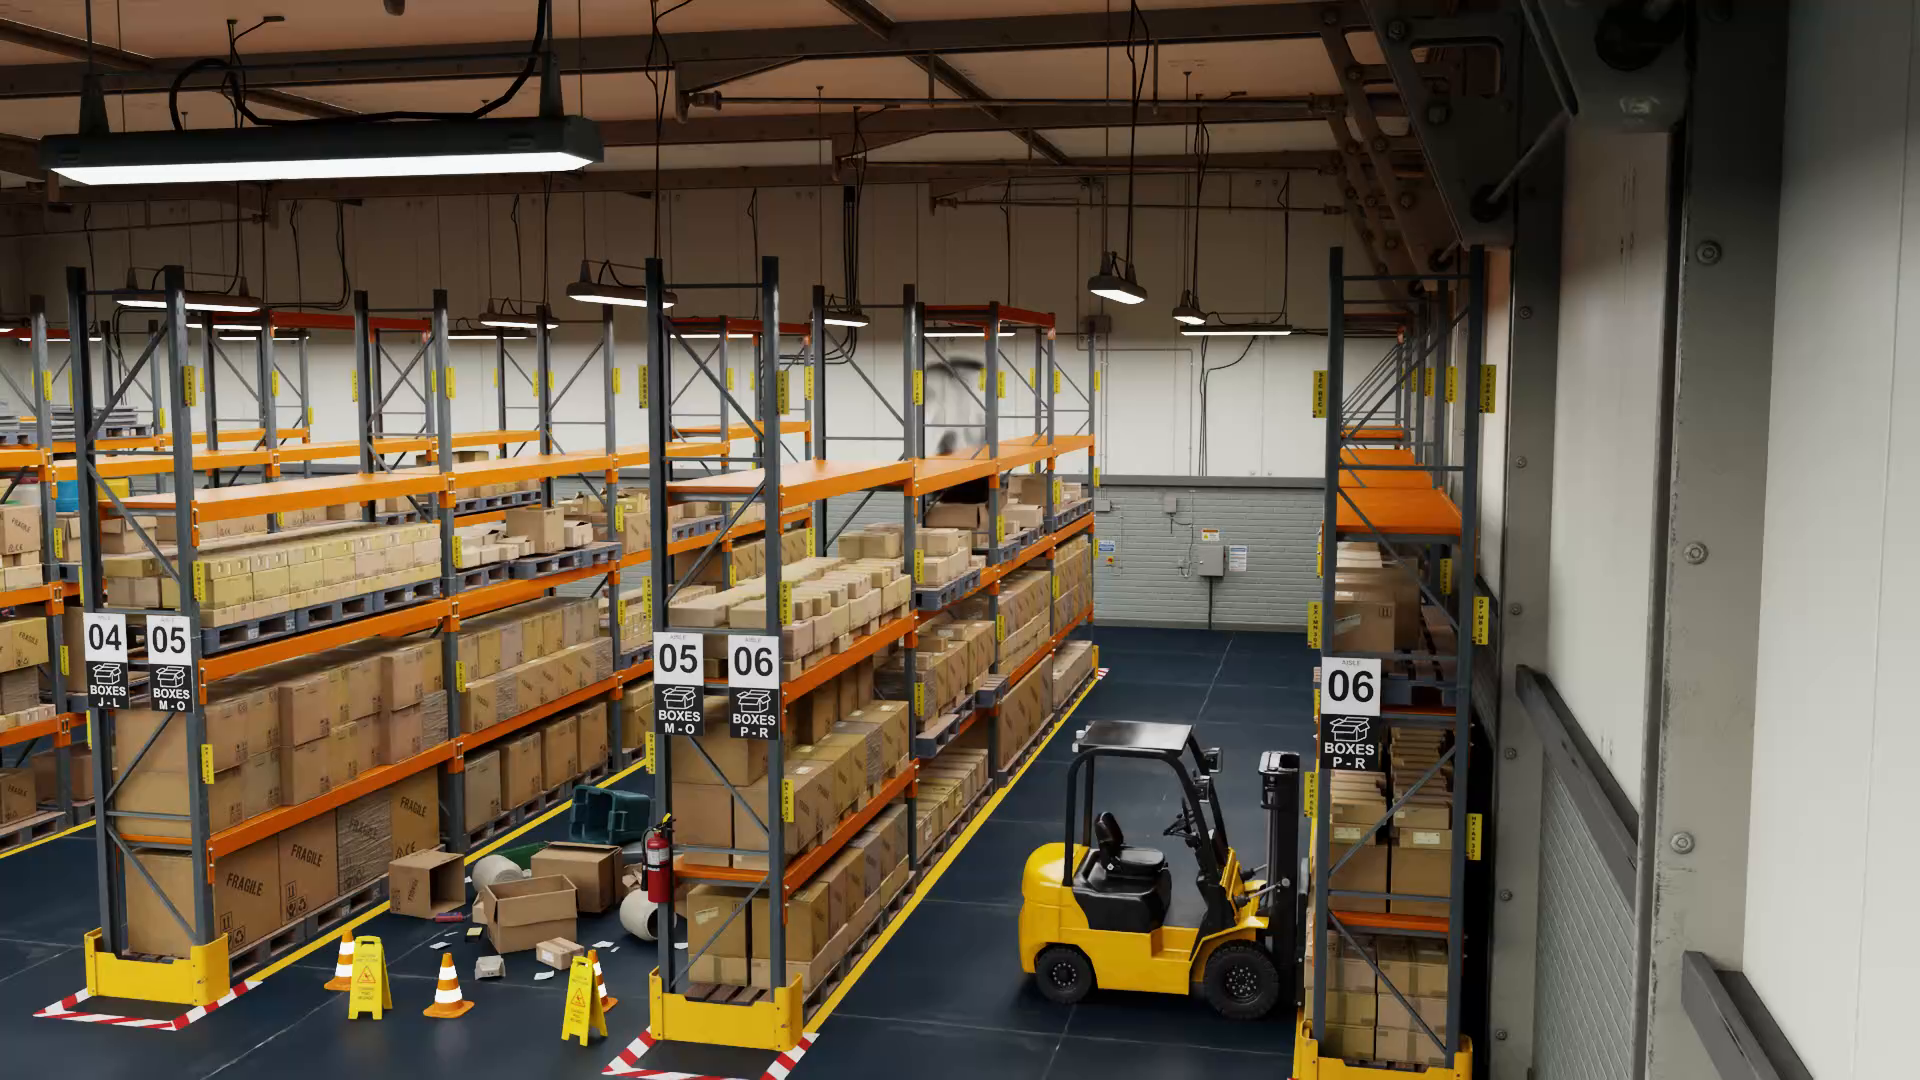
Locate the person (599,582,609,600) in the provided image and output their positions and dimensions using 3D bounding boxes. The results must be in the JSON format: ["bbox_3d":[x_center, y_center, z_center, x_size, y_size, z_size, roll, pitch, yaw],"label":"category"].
[{"bbox_3d":[-5.925,1.528,27.931,0.612,1.658,0.524,1,6,11],"label":"person"}]
